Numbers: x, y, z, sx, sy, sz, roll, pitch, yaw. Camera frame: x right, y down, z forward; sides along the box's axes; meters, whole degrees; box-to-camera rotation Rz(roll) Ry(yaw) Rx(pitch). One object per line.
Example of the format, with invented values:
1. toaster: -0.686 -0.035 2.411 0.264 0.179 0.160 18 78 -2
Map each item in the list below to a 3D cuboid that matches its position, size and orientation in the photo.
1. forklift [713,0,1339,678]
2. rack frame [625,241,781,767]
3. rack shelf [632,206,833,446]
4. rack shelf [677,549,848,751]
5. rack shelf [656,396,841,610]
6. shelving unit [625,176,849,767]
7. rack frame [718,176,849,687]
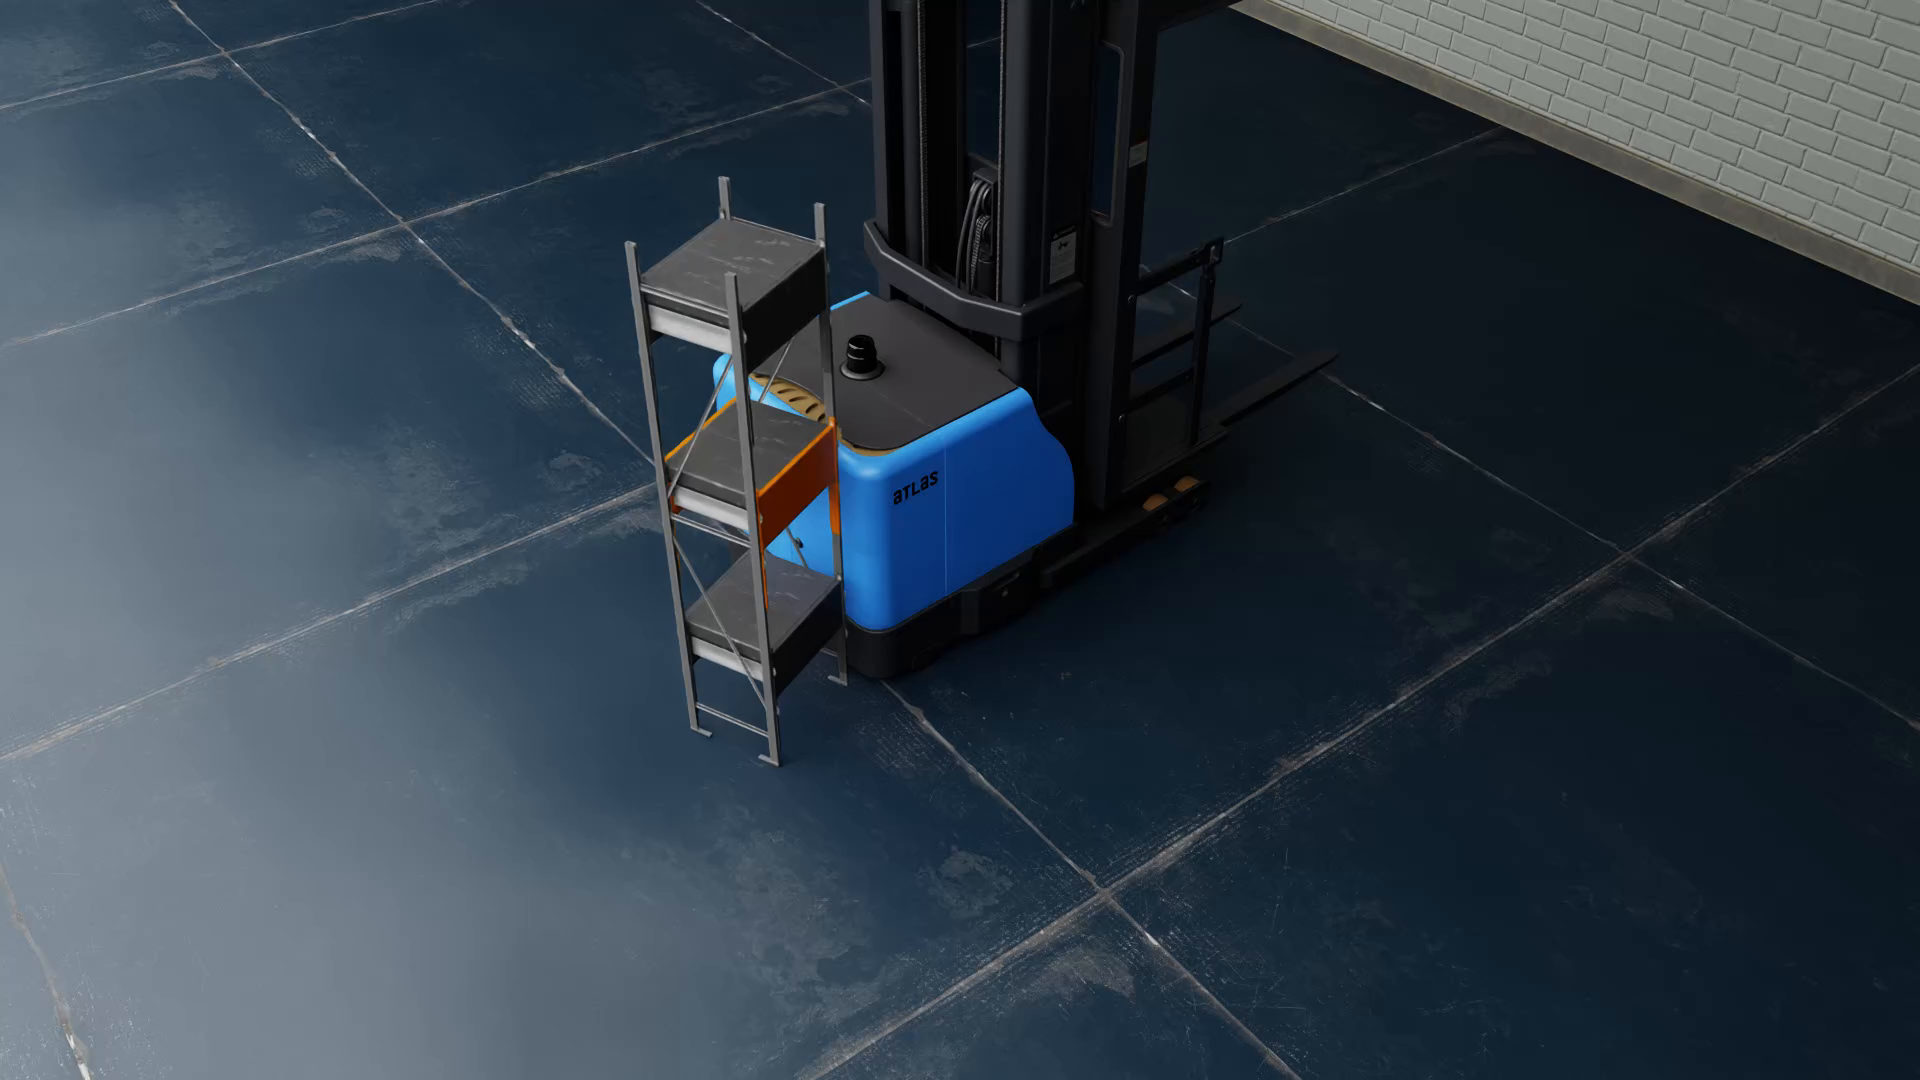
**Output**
1. forklift: 0.469 -1.394 6.638 3.031 2.935 1.130 -29 47 -31
2. rack frame: -0.843 -0.029 5.625 0.400 2.100 0.015 19 43 22
3. rack shelf: -0.721 -0.694 5.355 0.431 0.518 0.480 19 43 22
4. rack shelf: -0.730 0.387 6.244 0.431 0.518 0.480 19 43 22
5. rack shelf: -0.725 -0.153 5.800 0.431 0.518 0.480 19 43 22
6. shelving unit: -0.725 -0.164 5.791 0.431 2.100 0.503 19 43 22
7. rack frame: -0.608 -0.299 5.957 0.400 2.100 0.015 19 43 22
